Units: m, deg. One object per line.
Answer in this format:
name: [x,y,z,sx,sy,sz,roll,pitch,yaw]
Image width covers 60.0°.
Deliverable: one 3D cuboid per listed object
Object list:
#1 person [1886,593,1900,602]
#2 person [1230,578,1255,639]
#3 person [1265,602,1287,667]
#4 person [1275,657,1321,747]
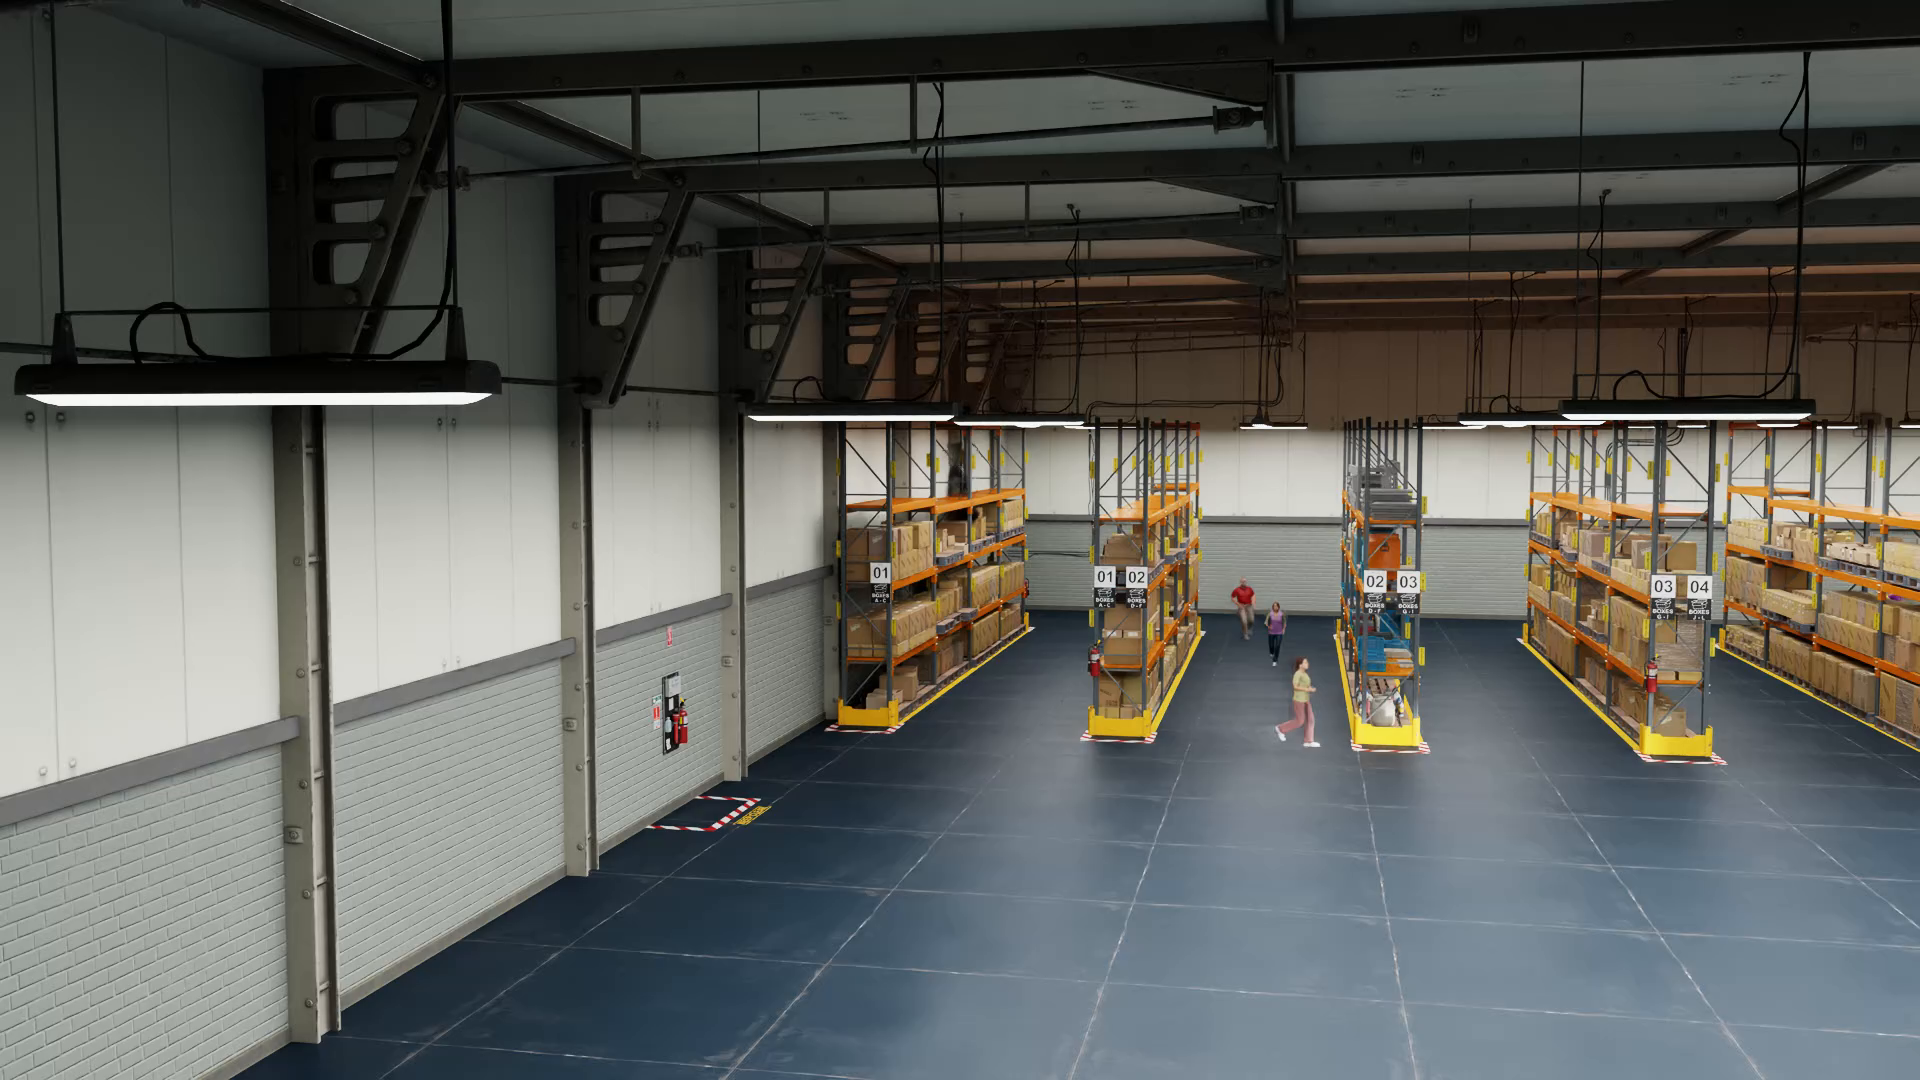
person: [24.884,1.963,44.526,0.783,1.742,0.705,1,4,13]
person: [7.868,1.904,46.149,0.723,1.697,0.523,0,4,-8]
person: [7.728,2.299,40.722,0.539,1.553,0.653,1,4,8]
person: [6.176,2.933,30.194,0.784,1.638,0.590,2,4,30]
